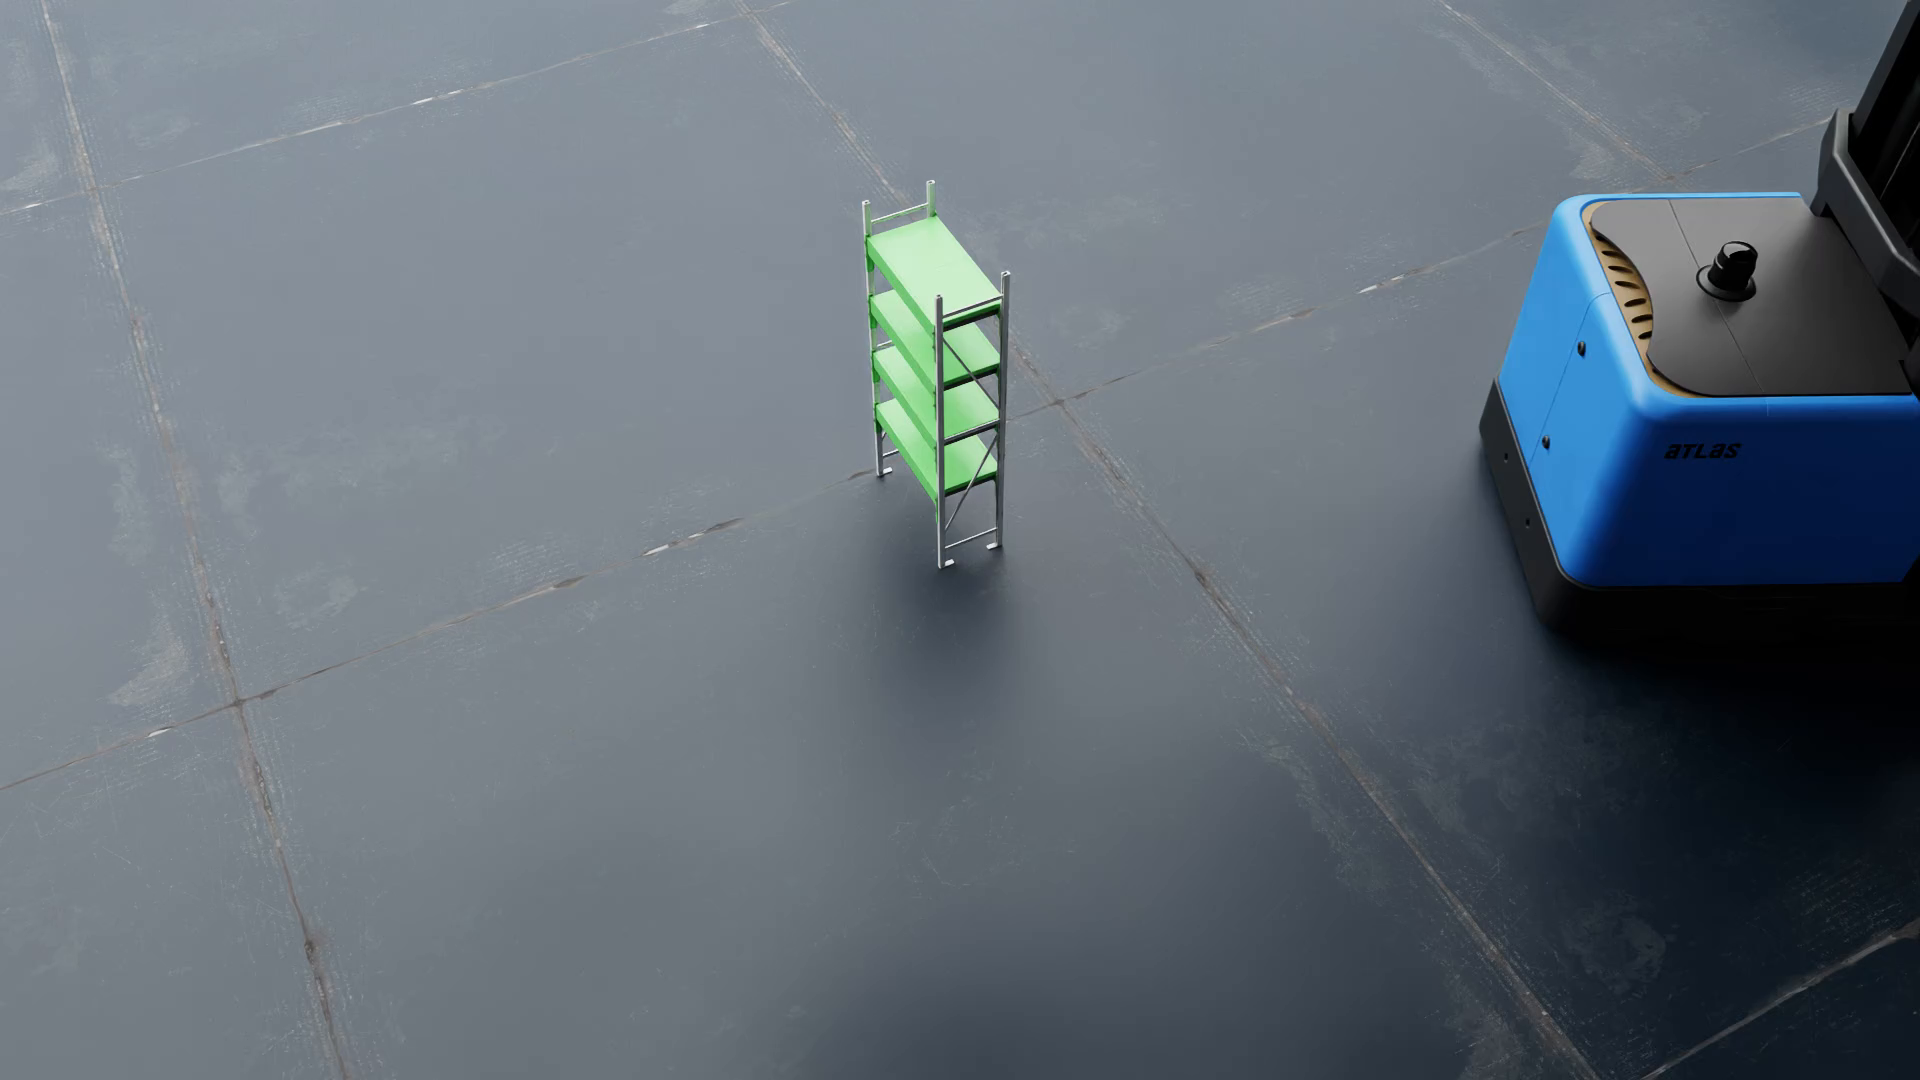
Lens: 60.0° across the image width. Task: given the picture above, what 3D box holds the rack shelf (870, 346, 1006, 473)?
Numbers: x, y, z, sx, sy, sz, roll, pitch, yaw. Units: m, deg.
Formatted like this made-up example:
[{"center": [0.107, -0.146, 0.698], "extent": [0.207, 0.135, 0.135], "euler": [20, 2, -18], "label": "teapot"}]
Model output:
[{"center": [-0.076, -0.464, 5.443], "extent": [0.258, 0.148, 0.480], "euler": [-21, 52, -18], "label": "rack shelf"}]

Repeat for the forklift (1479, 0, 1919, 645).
[{"center": [3.396, -1.019, 4.694], "extent": [3.031, 2.935, 1.130], "euler": [-1, 49, -1], "label": "forklift"}]

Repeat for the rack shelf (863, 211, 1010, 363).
[{"center": [-0.076, -0.780, 5.082], "extent": [0.258, 0.148, 0.480], "euler": [-21, 52, -18], "label": "rack shelf"}]

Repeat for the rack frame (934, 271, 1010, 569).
[{"center": [0.036, -0.342, 5.252], "extent": [0.240, 1.200, 0.015], "euler": [-21, 52, -18], "label": "rack frame"}]

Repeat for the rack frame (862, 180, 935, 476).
[{"center": [-0.187, -0.669, 5.538], "extent": [0.240, 1.200, 0.015], "euler": [-21, 52, -18], "label": "rack frame"}]

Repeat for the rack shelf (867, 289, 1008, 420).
[{"center": [-0.076, -0.622, 5.263], "extent": [0.258, 0.148, 0.480], "euler": [-21, 52, -18], "label": "rack shelf"}]

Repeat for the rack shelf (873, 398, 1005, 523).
[{"center": [-0.076, -0.306, 5.624], "extent": [0.258, 0.148, 0.480], "euler": [-21, 52, -18], "label": "rack shelf"}]

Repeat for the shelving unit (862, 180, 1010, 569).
[{"center": [-0.076, -0.506, 5.395], "extent": [0.258, 1.200, 0.503], "euler": [-21, 52, -18], "label": "shelving unit"}]
